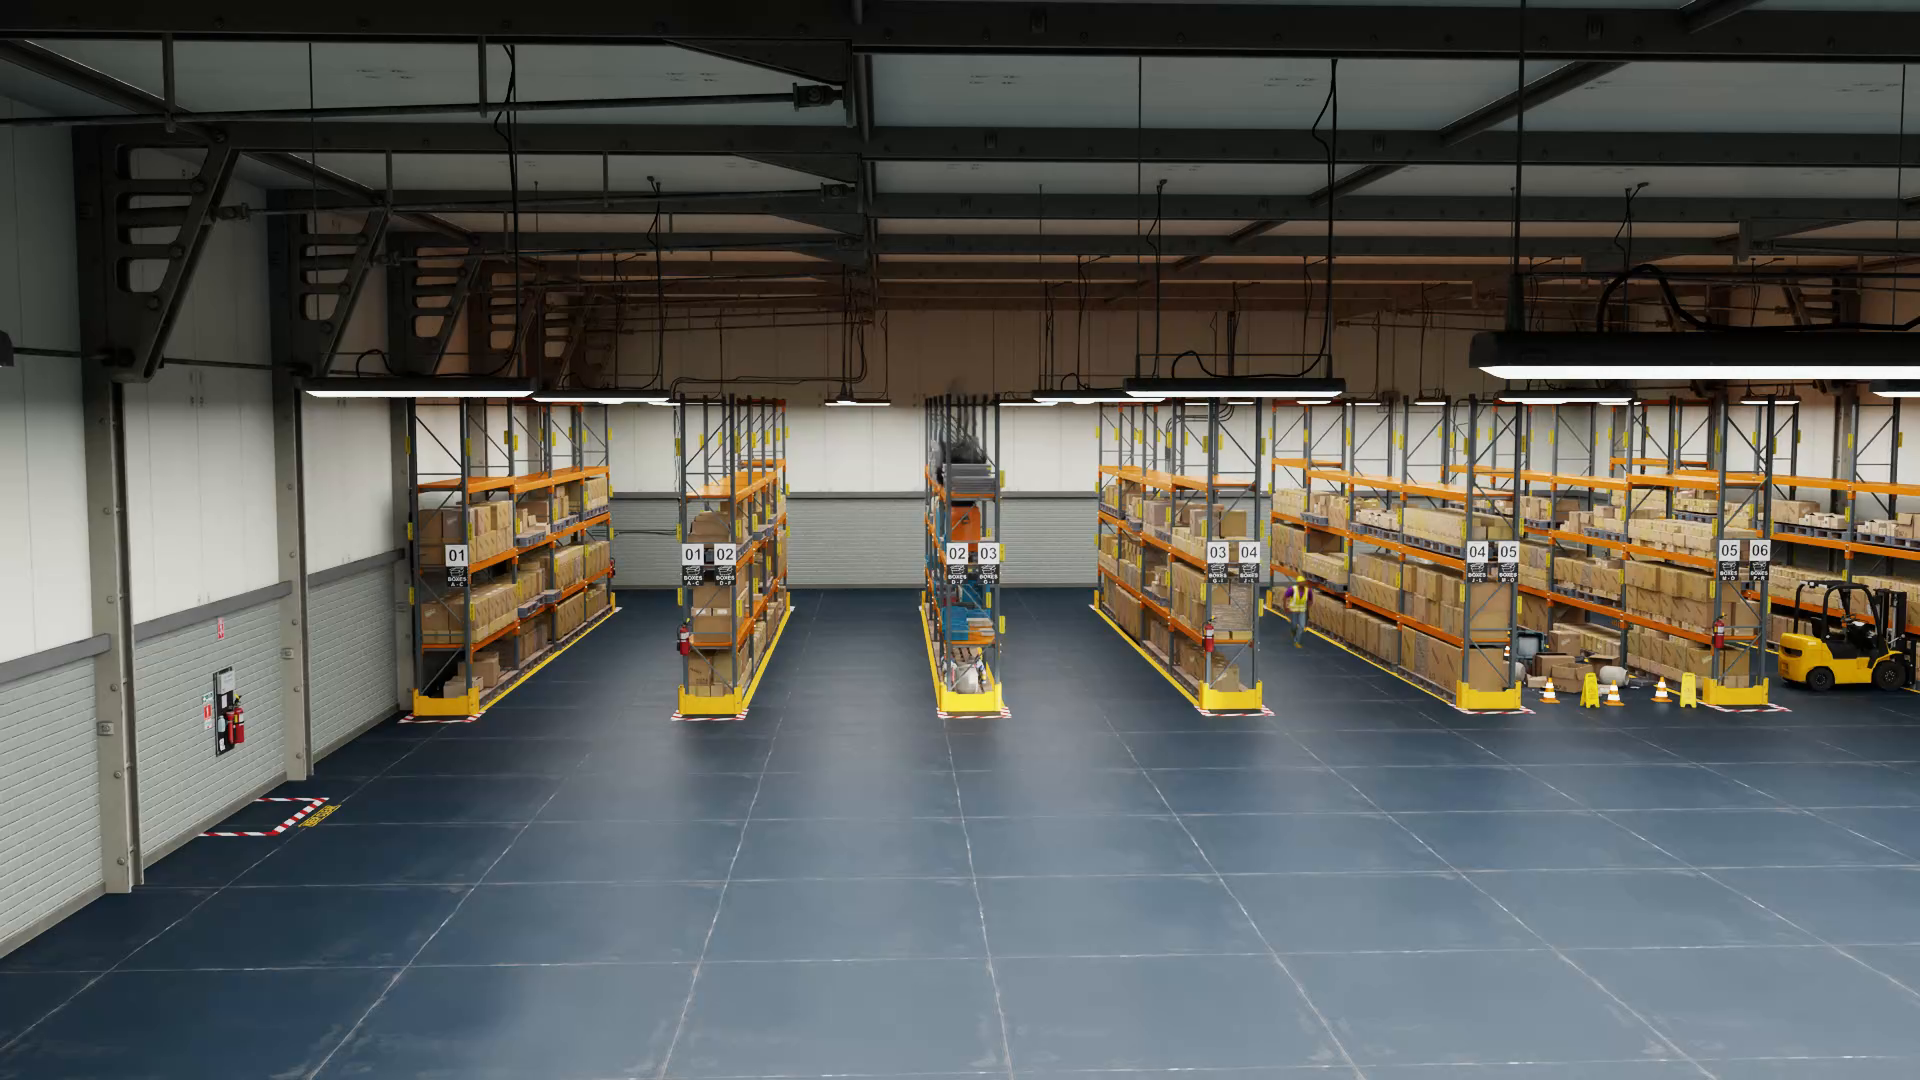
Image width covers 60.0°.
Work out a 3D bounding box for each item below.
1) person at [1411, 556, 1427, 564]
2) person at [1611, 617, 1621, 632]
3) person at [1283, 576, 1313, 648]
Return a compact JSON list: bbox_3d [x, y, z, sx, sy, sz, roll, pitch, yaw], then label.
[{"bbox_3d":[13.508,1.019,49.213,0.707,1.738,0.634,0,5,5],"label":"person"},{"bbox_3d":[16.259,1.641,40.924,0.643,1.720,0.752,0,5,2],"label":"person"},{"bbox_3d":[8.152,1.719,40.122,0.729,1.726,0.733,0,5,0],"label":"person"}]
